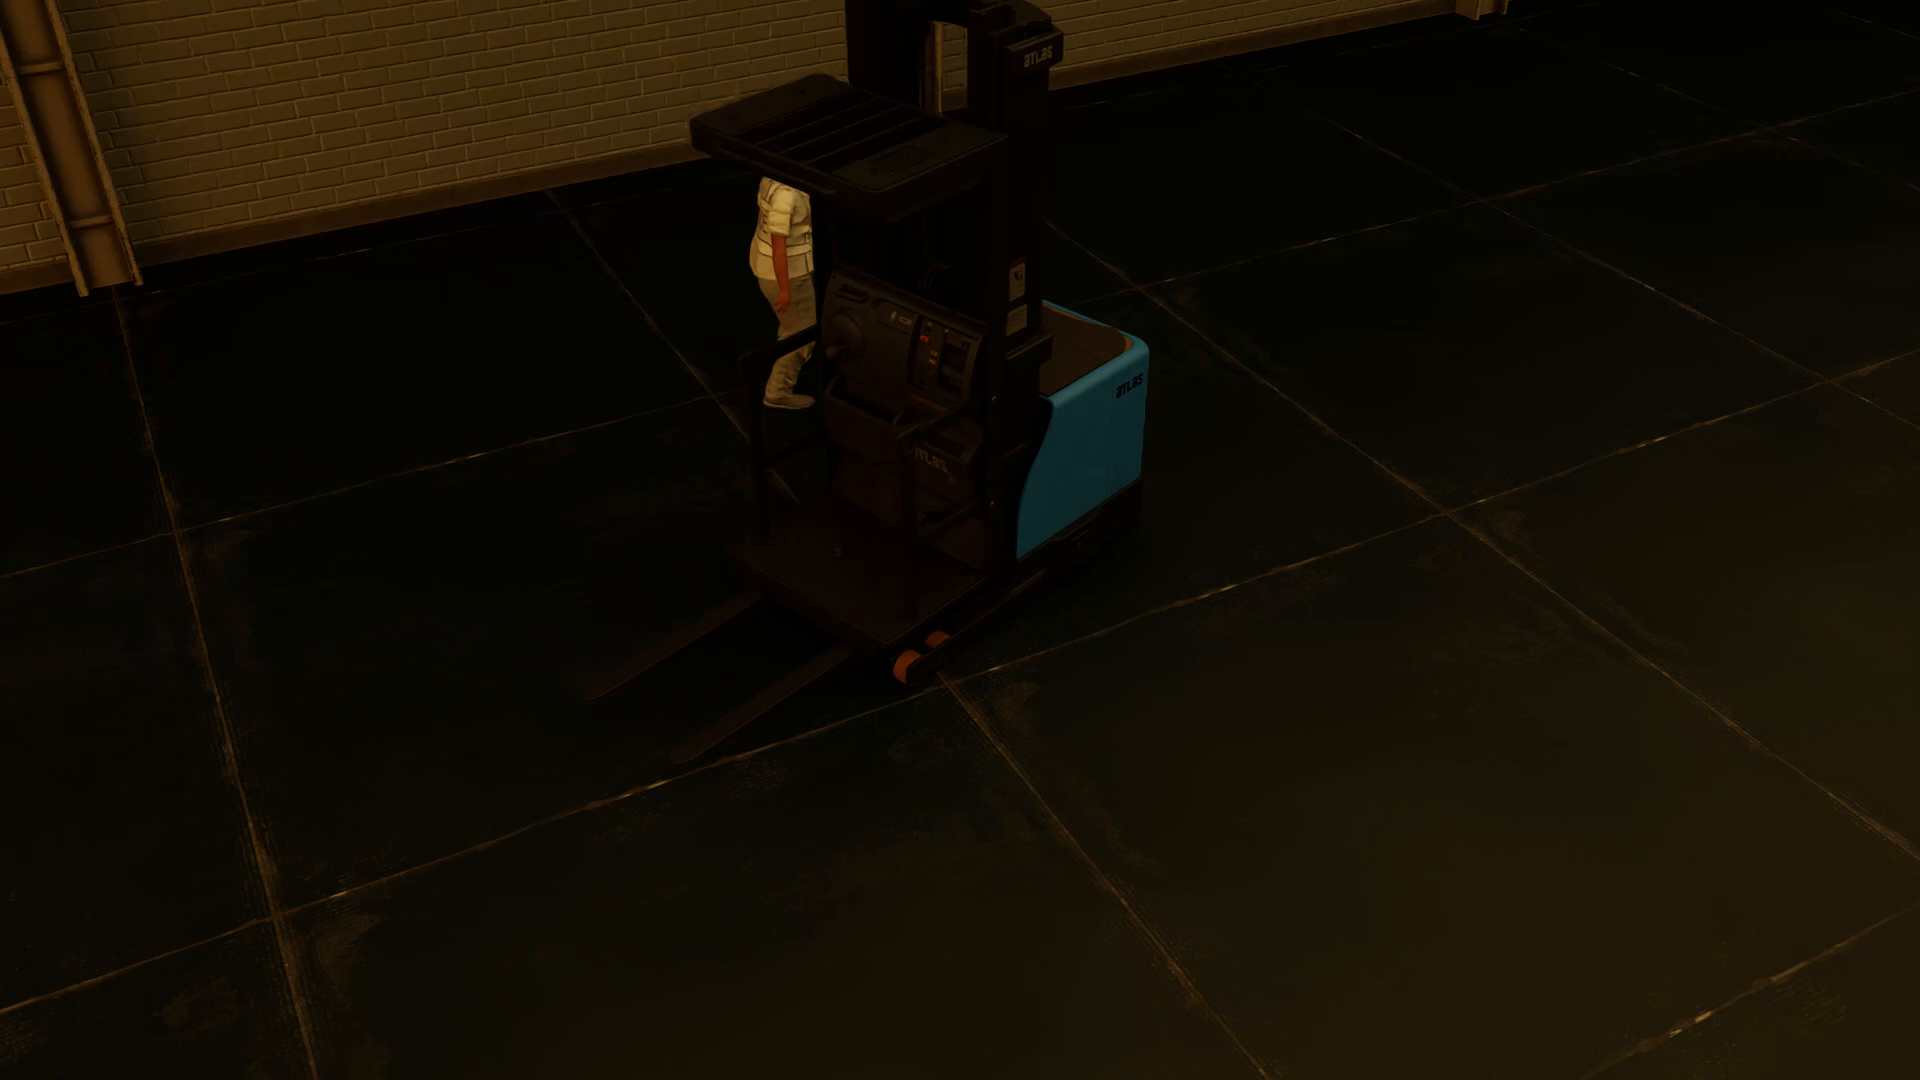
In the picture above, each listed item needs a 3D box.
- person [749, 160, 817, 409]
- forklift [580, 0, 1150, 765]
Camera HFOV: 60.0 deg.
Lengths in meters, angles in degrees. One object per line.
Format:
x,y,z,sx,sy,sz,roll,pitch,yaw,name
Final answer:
-0.966,-1.563,9.480,0.467,1.637,0.816,-8,36,-12,person
-0.410,-0.852,7.329,1.130,2.935,3.031,28,44,33,forklift
